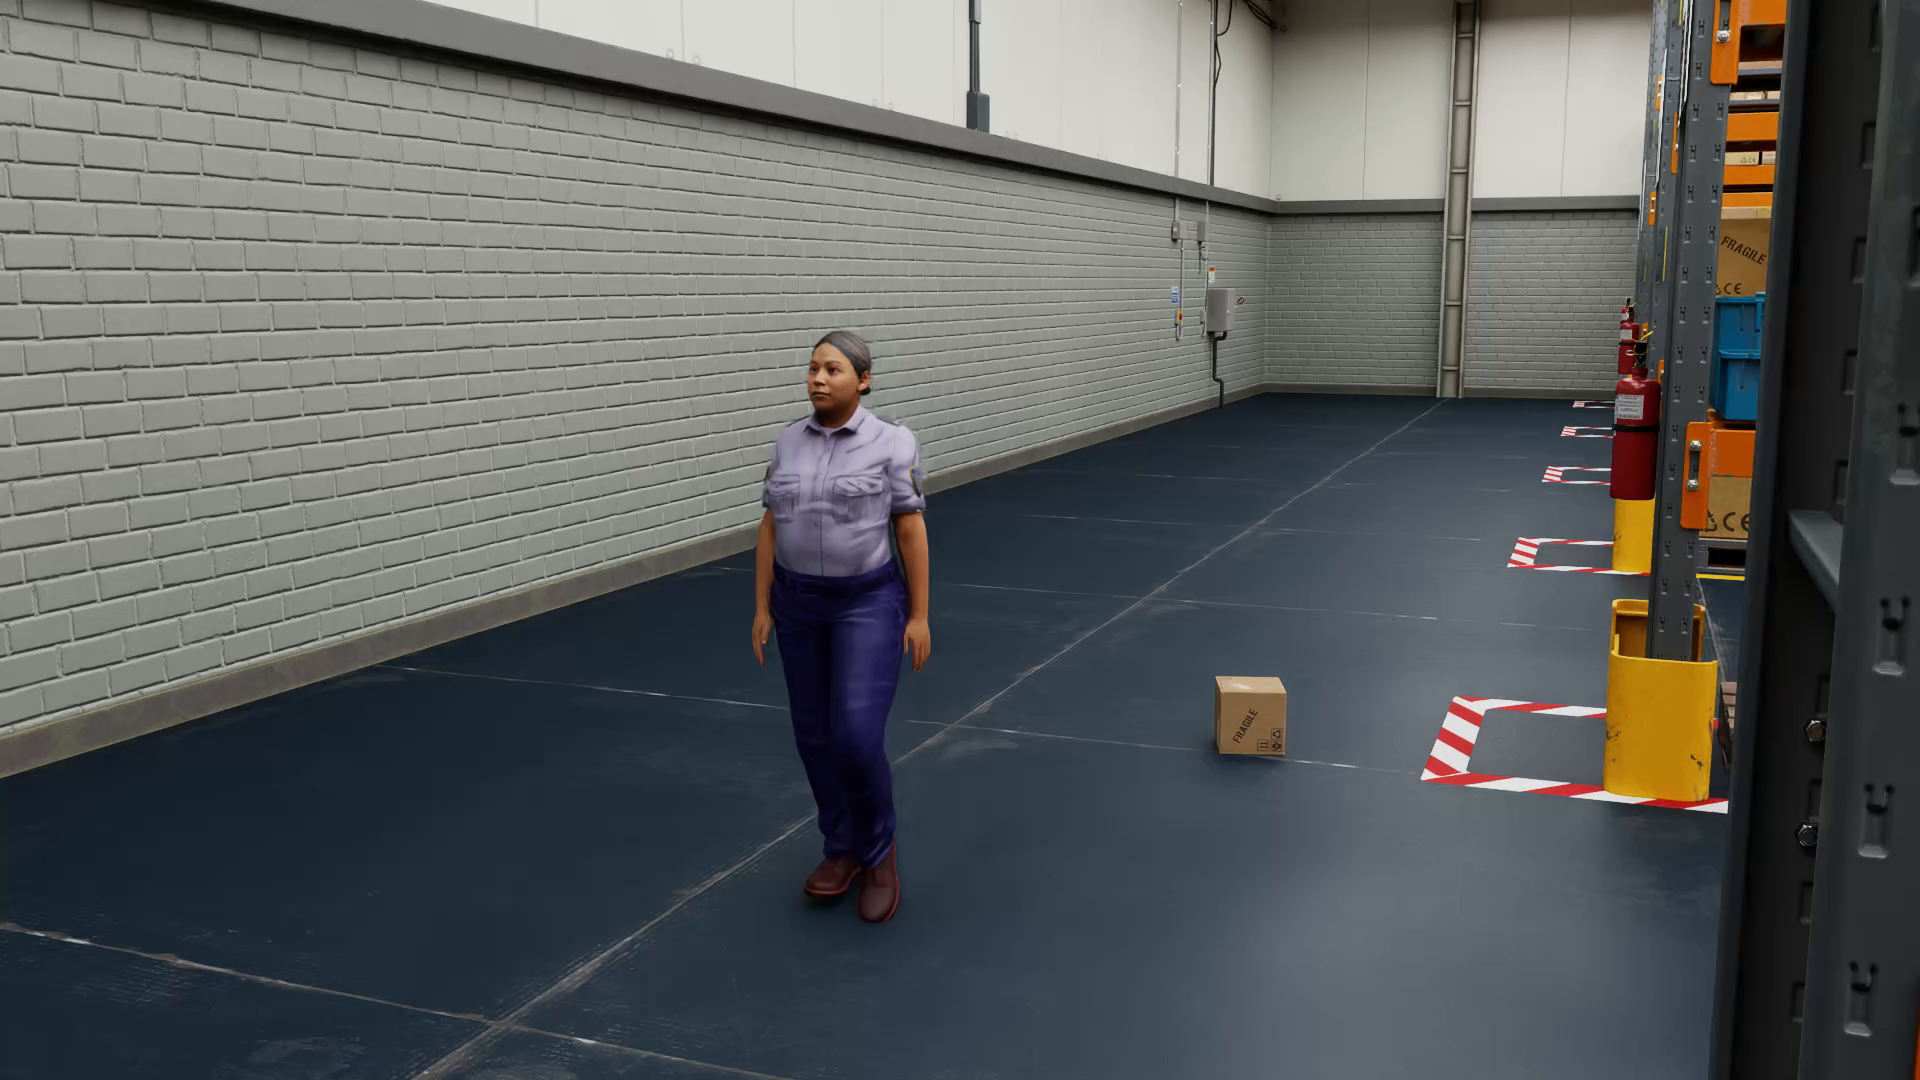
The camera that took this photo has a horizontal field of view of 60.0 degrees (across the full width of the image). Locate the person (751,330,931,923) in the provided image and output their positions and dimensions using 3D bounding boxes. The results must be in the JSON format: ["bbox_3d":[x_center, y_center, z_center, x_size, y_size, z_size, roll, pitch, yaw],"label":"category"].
[{"bbox_3d":[-0.364,0.256,4.741,0.511,1.692,0.470,4,10,23],"label":"person"}]
